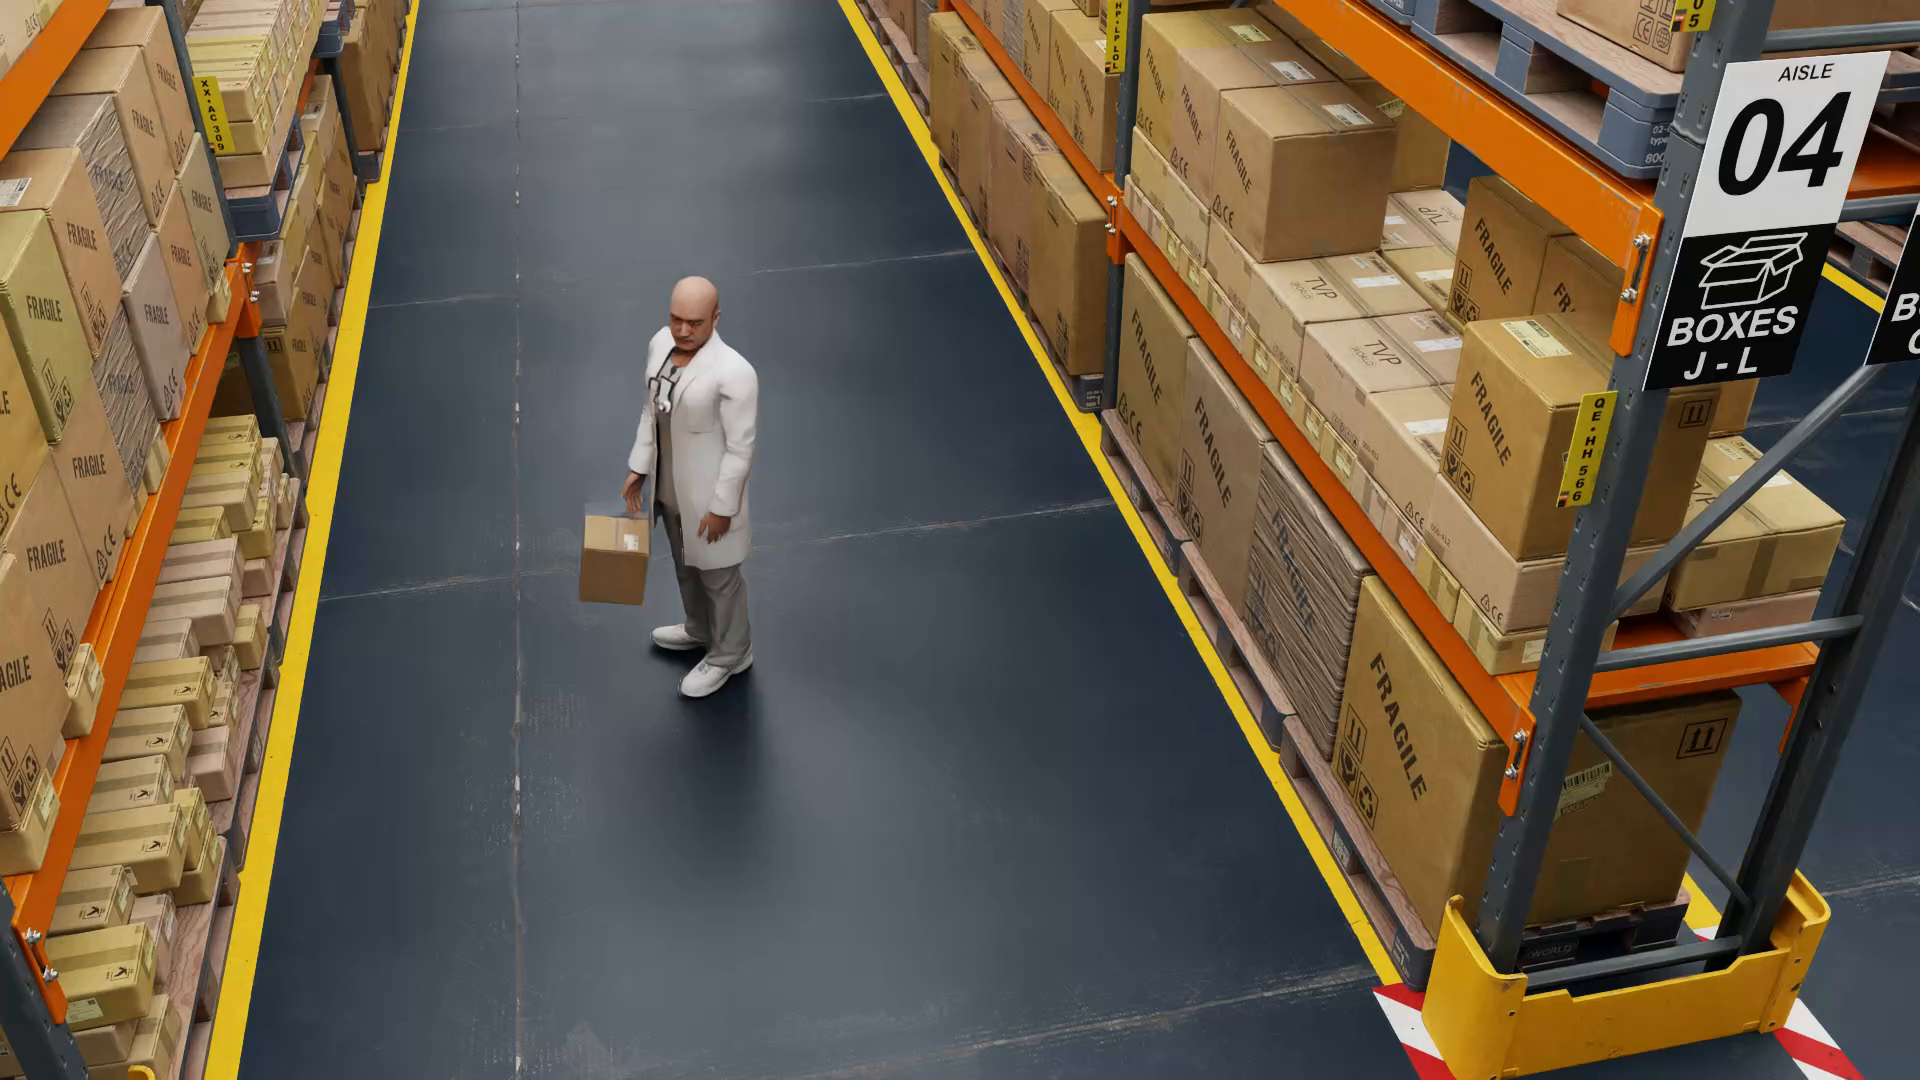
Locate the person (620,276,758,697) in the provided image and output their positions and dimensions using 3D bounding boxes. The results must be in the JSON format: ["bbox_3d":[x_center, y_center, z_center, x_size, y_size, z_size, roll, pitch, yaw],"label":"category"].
[{"bbox_3d":[-1.053,-0.192,6.414,0.404,1.784,0.671,-27,42,-34],"label":"person"}]
